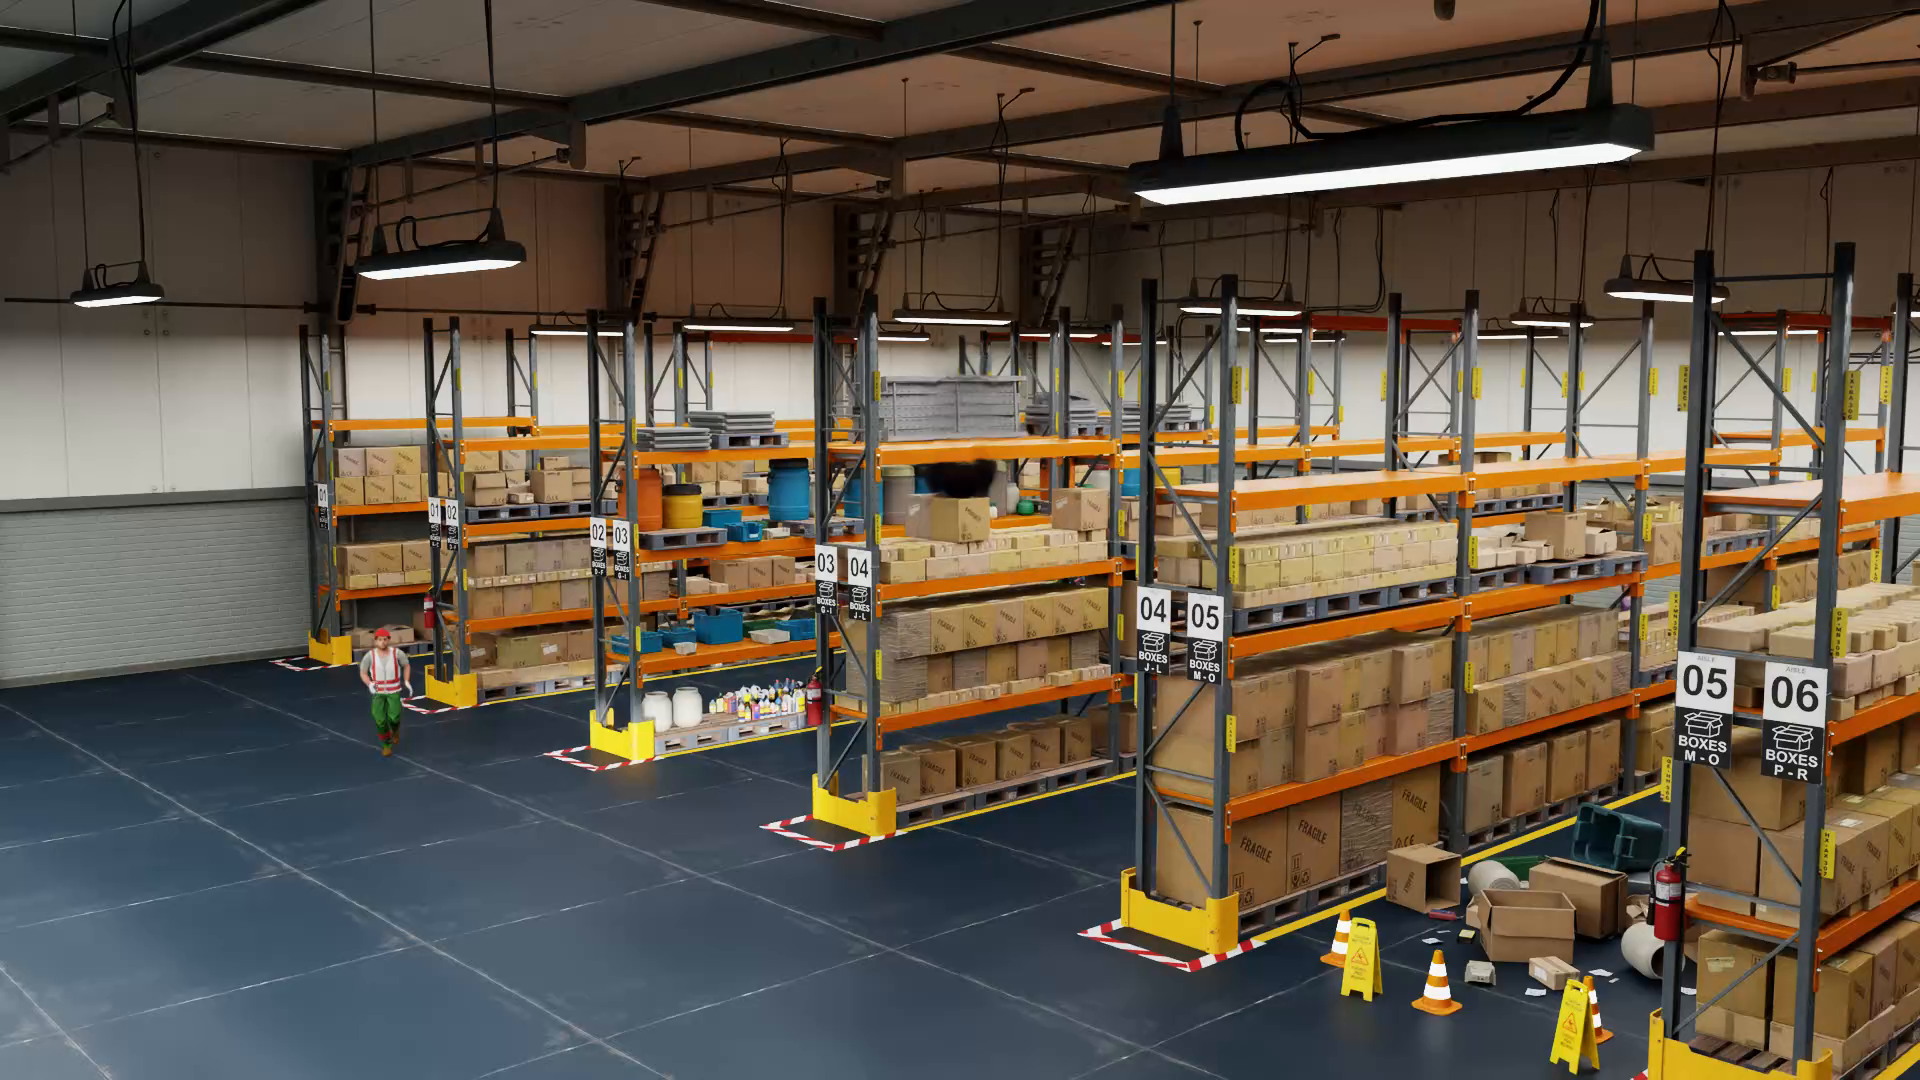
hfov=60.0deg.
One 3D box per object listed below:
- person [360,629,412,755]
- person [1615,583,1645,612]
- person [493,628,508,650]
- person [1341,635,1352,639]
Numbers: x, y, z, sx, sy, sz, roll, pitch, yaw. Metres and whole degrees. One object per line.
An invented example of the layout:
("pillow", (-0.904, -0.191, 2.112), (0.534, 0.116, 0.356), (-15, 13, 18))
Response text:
("person", (-7.707, 2.047, 22.348), (0.662, 1.731, 0.632), (-2, 6, -18))
("person", (11.667, 1.473, 28.877), (0.582, 1.543, 0.526), (1, 6, 12))
("person", (-8.005, 1.417, 29.179), (0.592, 1.635, 0.621), (5, 7, 38))
("person", (5.272, 2.044, 22.516), (0.674, 1.762, 0.733), (5, 7, 39))
